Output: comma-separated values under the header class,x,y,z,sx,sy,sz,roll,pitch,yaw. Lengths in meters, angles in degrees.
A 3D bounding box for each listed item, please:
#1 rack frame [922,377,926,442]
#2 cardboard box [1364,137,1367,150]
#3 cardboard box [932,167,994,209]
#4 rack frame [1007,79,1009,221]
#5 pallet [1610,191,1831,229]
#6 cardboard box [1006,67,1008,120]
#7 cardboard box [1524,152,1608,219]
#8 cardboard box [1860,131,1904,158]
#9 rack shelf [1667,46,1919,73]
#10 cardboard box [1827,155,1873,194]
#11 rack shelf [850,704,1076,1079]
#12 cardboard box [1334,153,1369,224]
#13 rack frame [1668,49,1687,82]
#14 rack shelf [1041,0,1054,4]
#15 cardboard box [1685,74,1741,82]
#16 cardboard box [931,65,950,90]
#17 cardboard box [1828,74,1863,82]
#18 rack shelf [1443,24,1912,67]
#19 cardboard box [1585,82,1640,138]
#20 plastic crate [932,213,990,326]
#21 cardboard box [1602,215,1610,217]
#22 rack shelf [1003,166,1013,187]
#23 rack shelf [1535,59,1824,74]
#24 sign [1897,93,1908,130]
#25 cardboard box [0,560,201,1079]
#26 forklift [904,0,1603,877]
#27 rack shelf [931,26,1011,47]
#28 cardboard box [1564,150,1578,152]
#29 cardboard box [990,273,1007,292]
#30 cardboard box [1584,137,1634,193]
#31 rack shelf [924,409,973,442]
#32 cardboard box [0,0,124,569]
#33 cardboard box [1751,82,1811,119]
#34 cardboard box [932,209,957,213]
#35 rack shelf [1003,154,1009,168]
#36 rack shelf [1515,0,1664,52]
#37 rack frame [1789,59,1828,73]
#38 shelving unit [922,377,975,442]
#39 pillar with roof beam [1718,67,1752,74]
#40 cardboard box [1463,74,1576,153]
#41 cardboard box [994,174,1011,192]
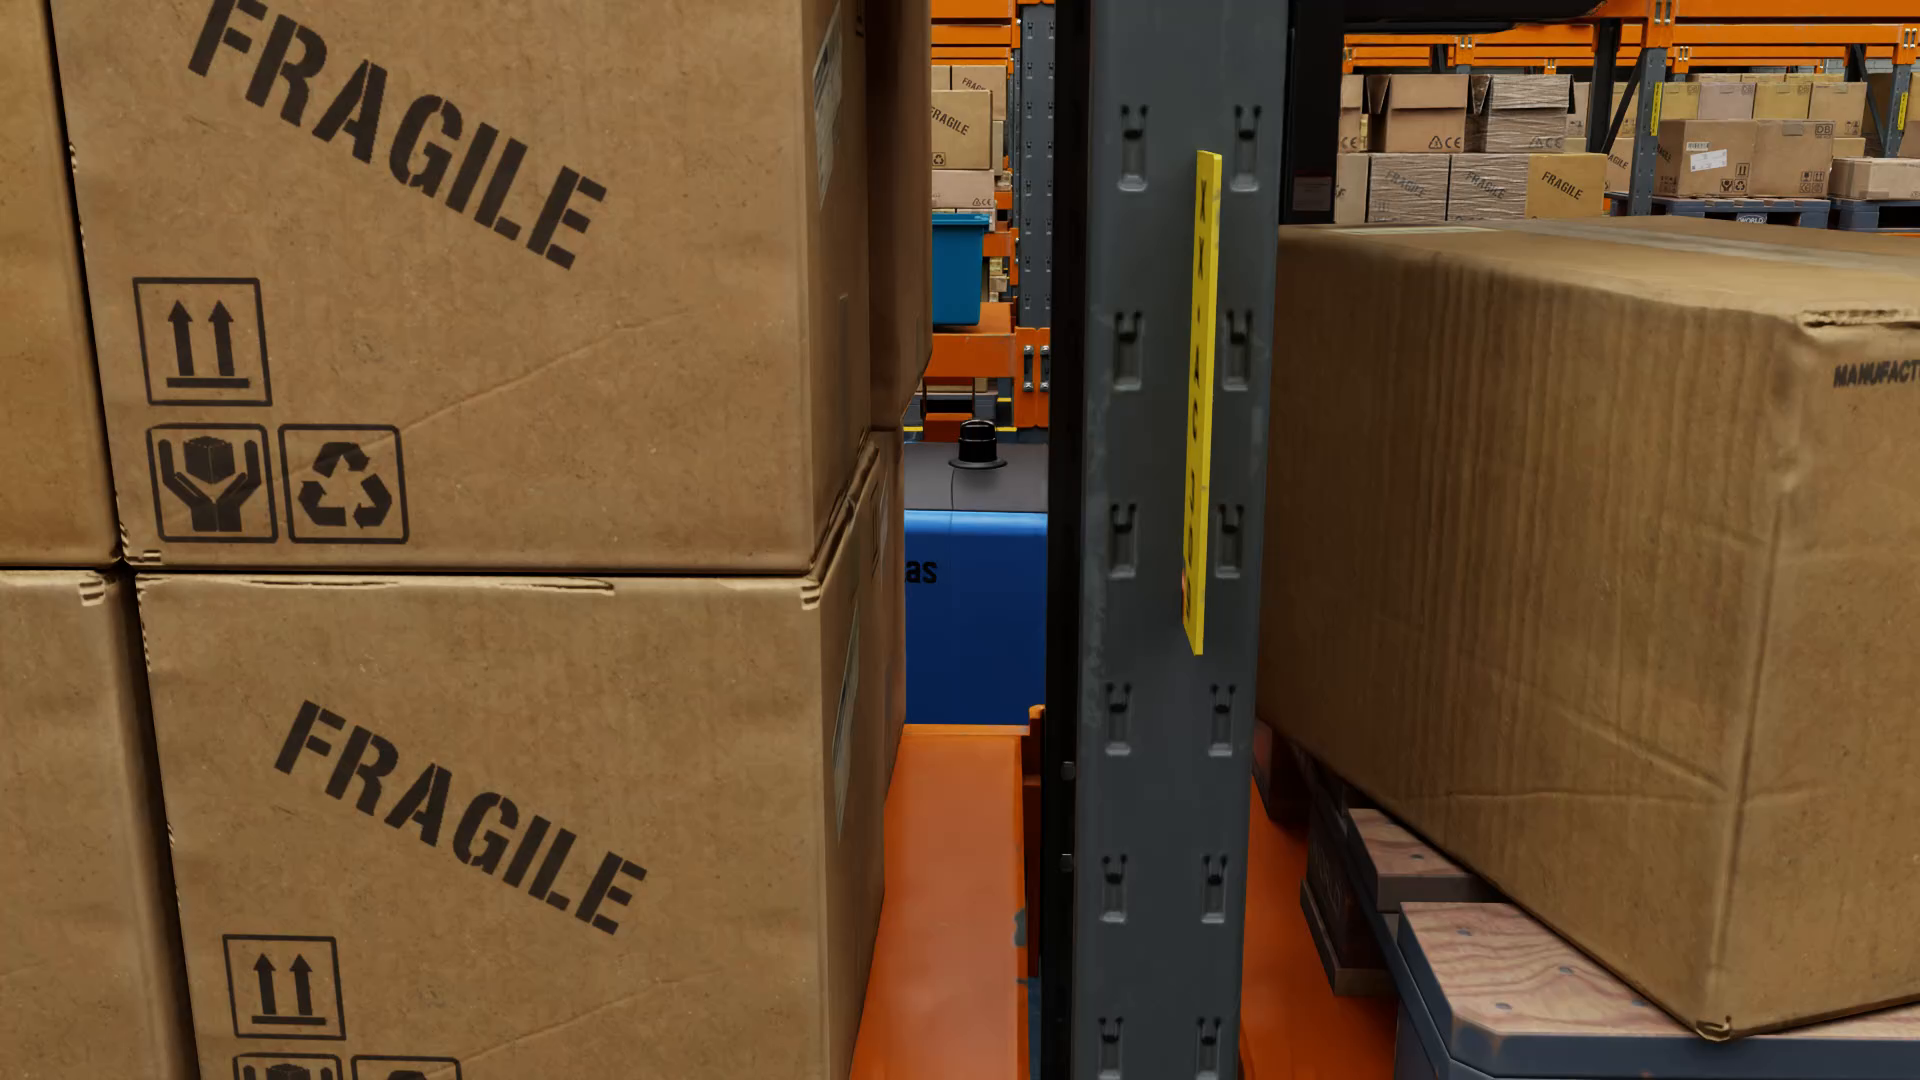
class,x,y,z,sx,sy,sz,roll,pitch,yaw
rack frame,-0.175,-0.509,8.210,0.008,1.050,0.200,0,15,1
cardboard box,3.877,-3.690,15.531,0.250,0.149,0.380,1,15,4
cardboard box,-0.026,-2.345,11.059,0.500,0.250,0.500,0,15,0
rack frame,0.799,-6.131,25.697,0.127,3.000,1.000,0,15,1
pallet,5.136,-2.241,11.331,1.003,0.211,1.213,0,15,1
cardboard box,0.205,-4.343,16.180,0.500,0.500,0.500,1,15,3
cardboard box,3.922,-2.300,10.981,0.500,0.500,0.500,1,15,3
cardboard box,9.017,-3.623,15.898,0.550,0.550,0.875,0,15,1
rack shelf,10.672,-5.902,20.361,4.000,0.370,1.077,0,15,1
cardboard box,6.095,-2.508,11.405,0.258,0.266,0.396,0,15,0
rack shelf,-1.834,0.524,1.886,4.000,0.370,1.077,0,15,1
cardboard box,2.396,-2.311,11.022,0.500,0.500,0.500,1,15,2
rack frame,8.673,-4.813,20.702,0.127,3.000,1.000,0,15,1
rack shelf,2.295,-2.164,6.192,4.000,0.370,1.077,0,15,1
cardboard box,9.107,-5.430,20.303,0.500,0.500,0.700,0,15,1
cardboard box,-0.343,-4.214,15.691,0.500,0.500,0.500,0,15,0
cardboard box,10.642,-5.431,20.306,0.500,0.500,0.700,0,15,1
rack shelf,6.648,-4.665,15.673,4.000,0.370,1.077,0,15,1
cardboard box,6.116,-4.096,15.830,0.500,0.500,0.700,0,15,1
plastic crate,-0.179,-1.012,6.209,0.575,0.384,0.392,0,15,1
cardboard box,9.779,-4.865,25.467,0.500,0.250,0.500,0,15,0
rack shelf,-1.324,-4.530,21.040,4.000,0.370,1.077,0,15,1
rack shelf,10.795,-7.168,25.159,4.000,0.370,1.077,0,15,1
sign,8.644,-3.933,15.252,0.005,0.325,0.100,0,15,1
cardboard box,-0.856,0.200,1.508,0.500,0.500,0.500,1,15,3
forklift,1.163,-0.543,4.653,3.031,2.935,1.130,1,15,5
rack shelf,-1.349,-4.717,15.870,4.000,0.370,1.077,0,15,1
cardboard box,3.942,-2.432,11.484,0.500,0.500,0.500,1,15,3
cardboard box,0.327,-2.491,16.085,0.250,0.149,0.380,1,15,3
cardboard box,6.103,-3.546,15.706,0.500,0.500,0.500,0,15,1
rack shelf,-0.054,-0.498,8.210,0.240,0.259,0.215,0,15,1
cardboard box,-0.859,-0.283,1.377,0.500,0.500,0.500,0,15,0
cardboard box,7.637,-4.086,15.791,0.500,0.500,0.700,0,15,0
cardboard box,-0.148,-2.136,11.049,0.250,0.149,0.380,1,15,3
rack shelf,-1.201,-5.796,25.838,4.000,0.370,1.077,0,15,1
rack shelf,2.422,-3.427,10.980,4.000,0.370,1.077,0,15,1
rack frame,12.795,-6.053,25.401,0.127,3.000,1.000,0,15,1
shelving unit,-0.054,-0.508,8.207,0.252,1.050,0.215,0,15,1
pillar with roof beam,12.012,-8.090,21.363,0.400,9.000,9.100,0,15,1
cardboard box,3.691,-2.854,11.114,0.637,0.503,0.797,1,15,3
cardboard box,0.359,-3.423,15.925,0.250,0.149,0.380,0,15,1
